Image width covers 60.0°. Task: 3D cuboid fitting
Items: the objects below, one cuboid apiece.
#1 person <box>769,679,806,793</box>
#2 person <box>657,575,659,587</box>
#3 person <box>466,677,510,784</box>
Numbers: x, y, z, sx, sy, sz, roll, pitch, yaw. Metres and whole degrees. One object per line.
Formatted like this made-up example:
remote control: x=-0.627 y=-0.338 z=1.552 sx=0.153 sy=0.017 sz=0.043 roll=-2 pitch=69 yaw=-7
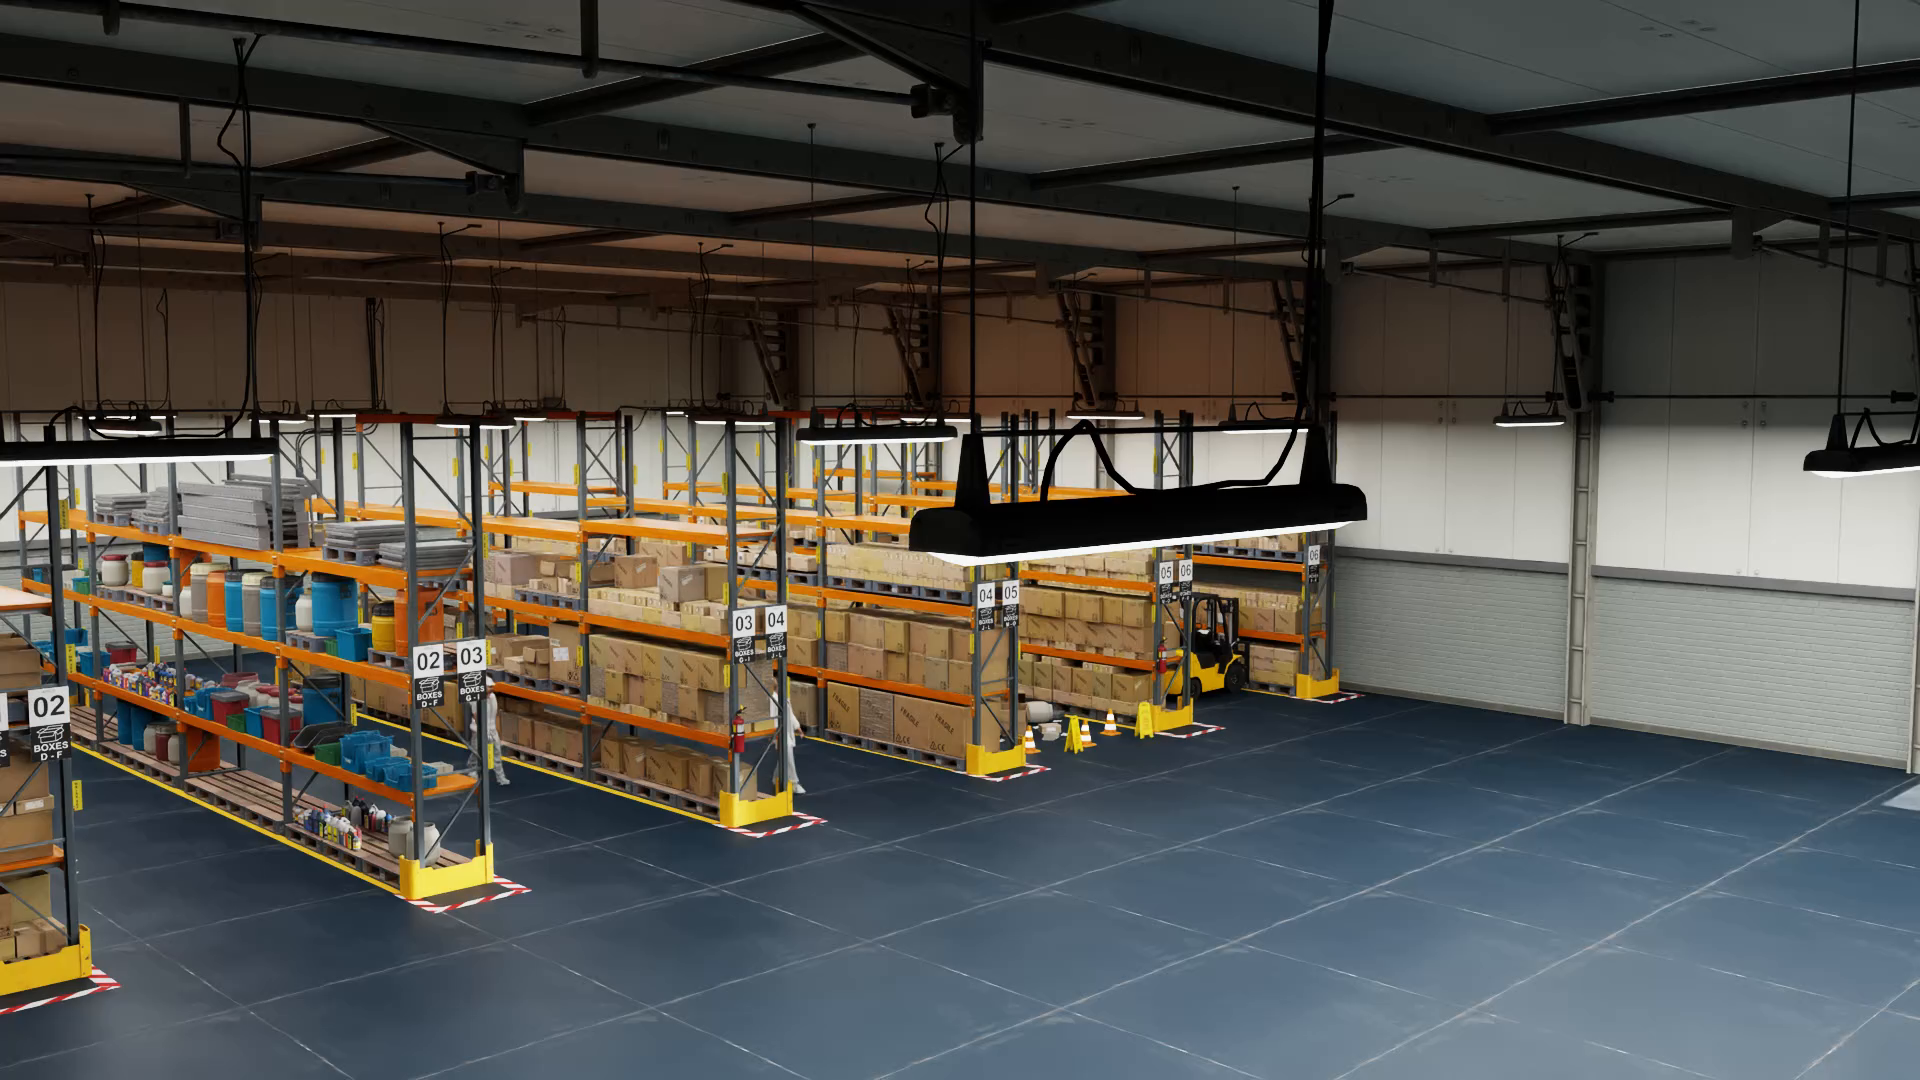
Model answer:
person: x=-2.749 y=3.144 z=26.791 sx=0.774 sy=1.794 sz=0.595 roll=2 pitch=5 yaw=24
person: x=-8.475 y=1.337 z=47.033 sx=0.591 sy=1.783 sz=0.488 roll=2 pitch=5 yaw=24
person: x=-7.711 y=3.094 z=27.167 sx=0.964 sy=1.731 sz=0.545 roll=3 pitch=6 yaw=33
